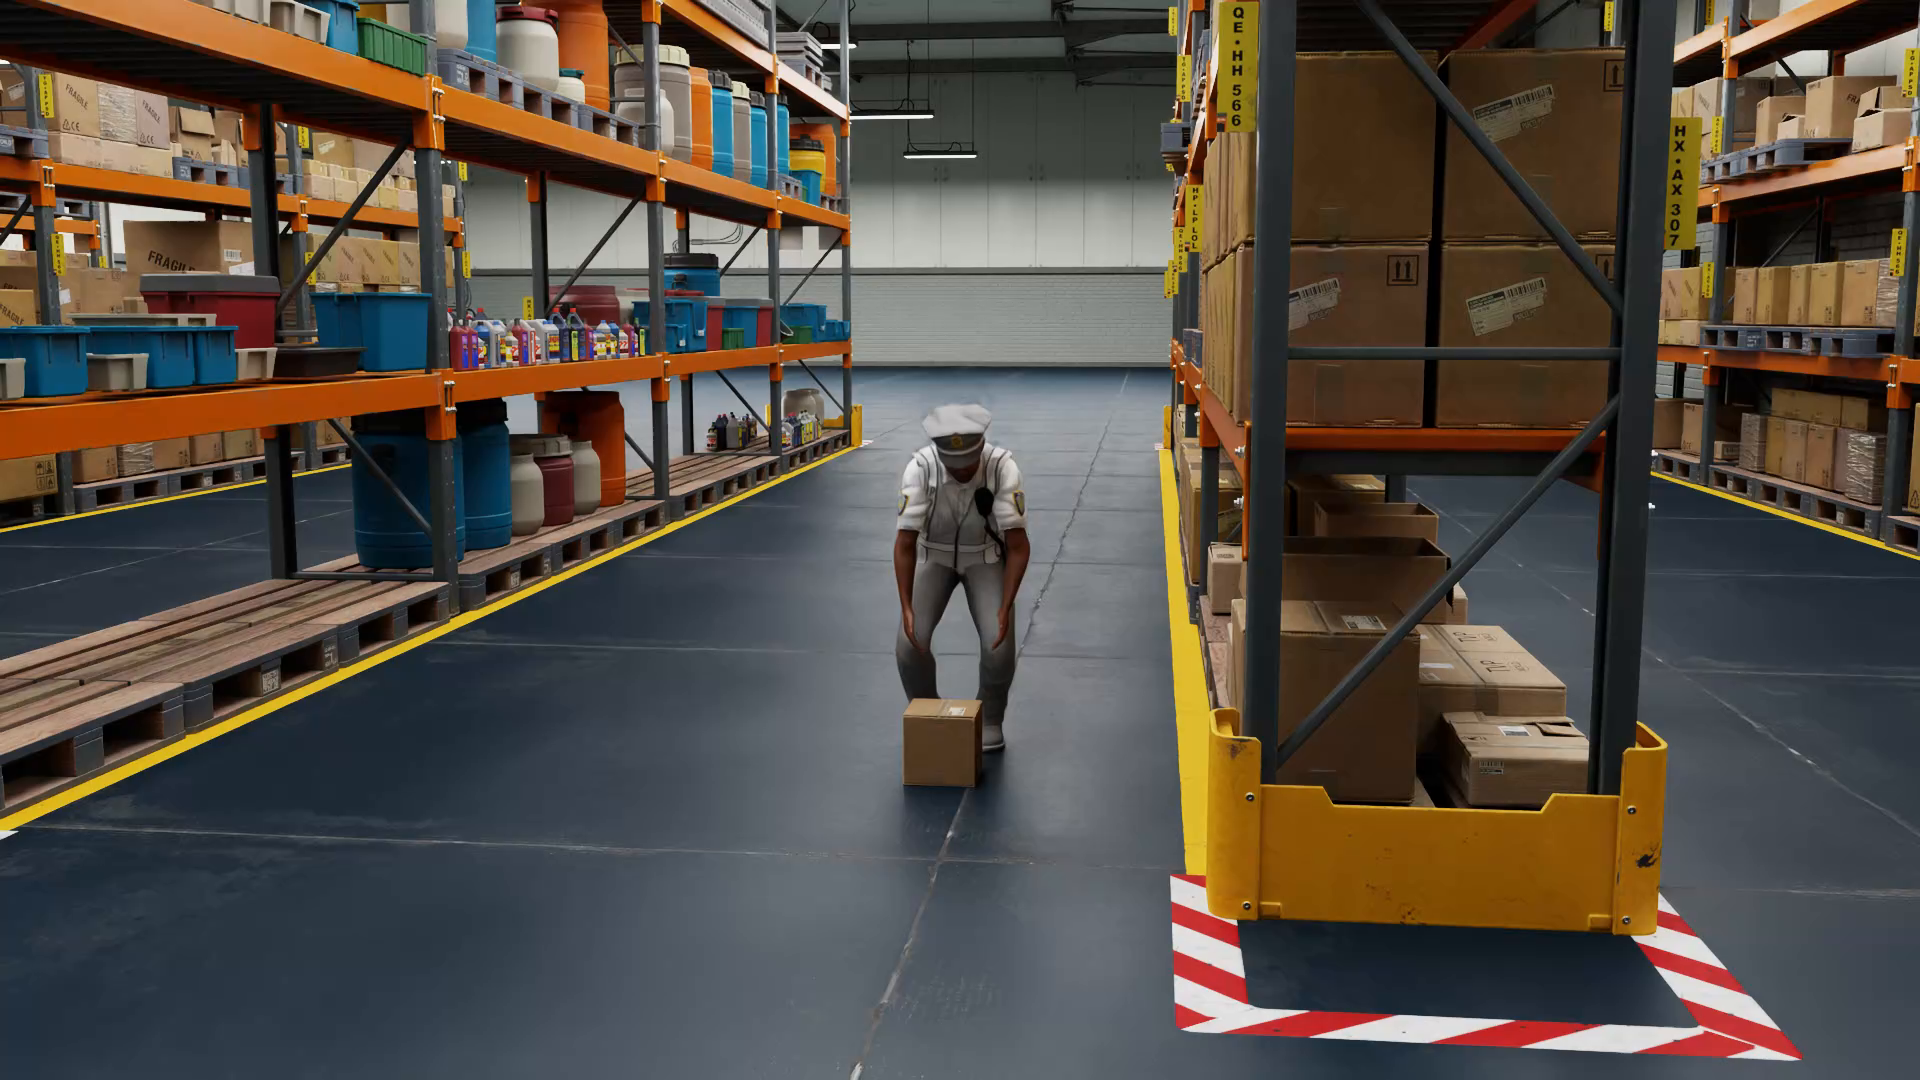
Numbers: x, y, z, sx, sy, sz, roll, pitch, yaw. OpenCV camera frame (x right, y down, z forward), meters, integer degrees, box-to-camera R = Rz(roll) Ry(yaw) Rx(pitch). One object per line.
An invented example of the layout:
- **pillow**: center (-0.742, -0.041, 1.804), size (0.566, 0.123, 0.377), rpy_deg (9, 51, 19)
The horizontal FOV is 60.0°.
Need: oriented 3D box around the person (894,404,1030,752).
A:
- **person**: center (0.015, 0.140, 6.138), size (0.499, 1.303, 0.756), rpy_deg (1, 8, 6)
